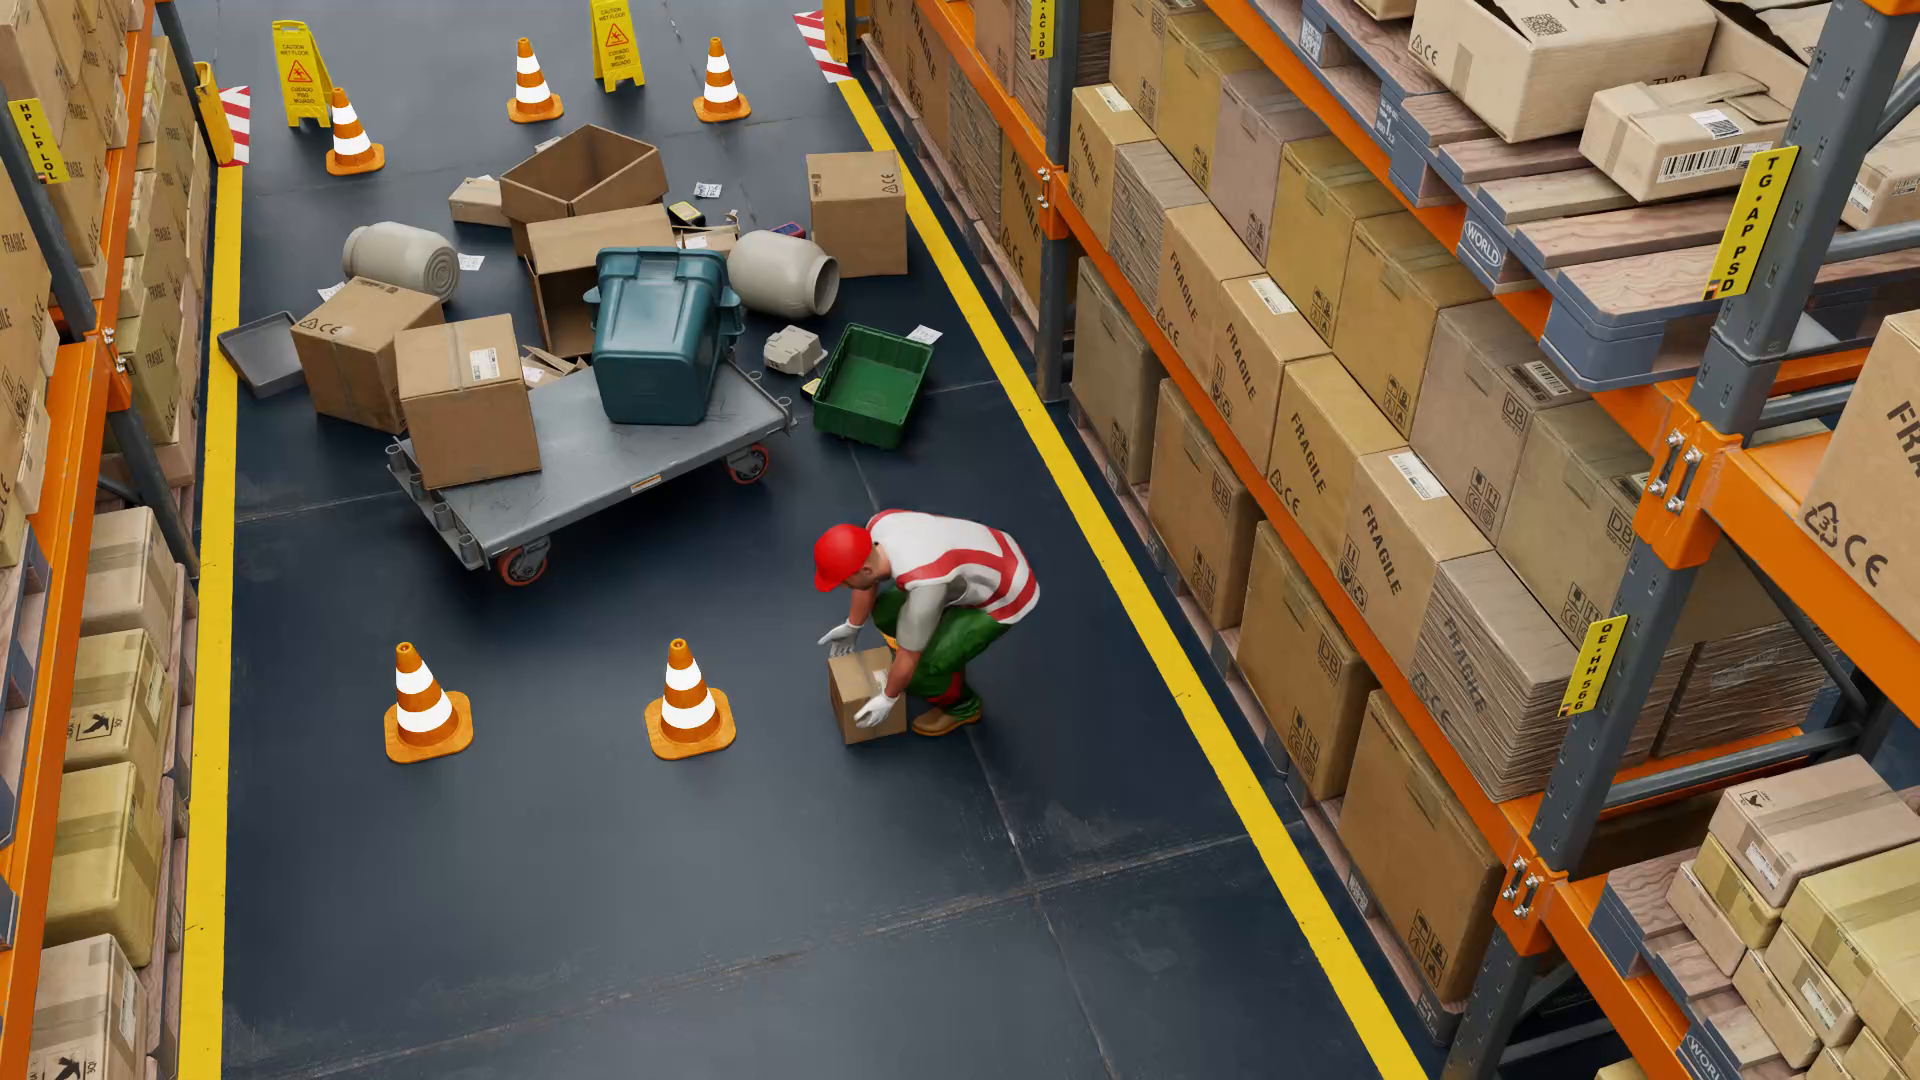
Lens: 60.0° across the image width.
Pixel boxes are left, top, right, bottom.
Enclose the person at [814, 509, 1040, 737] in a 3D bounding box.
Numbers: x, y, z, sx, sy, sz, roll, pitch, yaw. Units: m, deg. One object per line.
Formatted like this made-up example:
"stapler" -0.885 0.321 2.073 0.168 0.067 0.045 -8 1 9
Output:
"person" -0.121 0.290 6.343 0.865 1.091 0.575 -12 43 -13
